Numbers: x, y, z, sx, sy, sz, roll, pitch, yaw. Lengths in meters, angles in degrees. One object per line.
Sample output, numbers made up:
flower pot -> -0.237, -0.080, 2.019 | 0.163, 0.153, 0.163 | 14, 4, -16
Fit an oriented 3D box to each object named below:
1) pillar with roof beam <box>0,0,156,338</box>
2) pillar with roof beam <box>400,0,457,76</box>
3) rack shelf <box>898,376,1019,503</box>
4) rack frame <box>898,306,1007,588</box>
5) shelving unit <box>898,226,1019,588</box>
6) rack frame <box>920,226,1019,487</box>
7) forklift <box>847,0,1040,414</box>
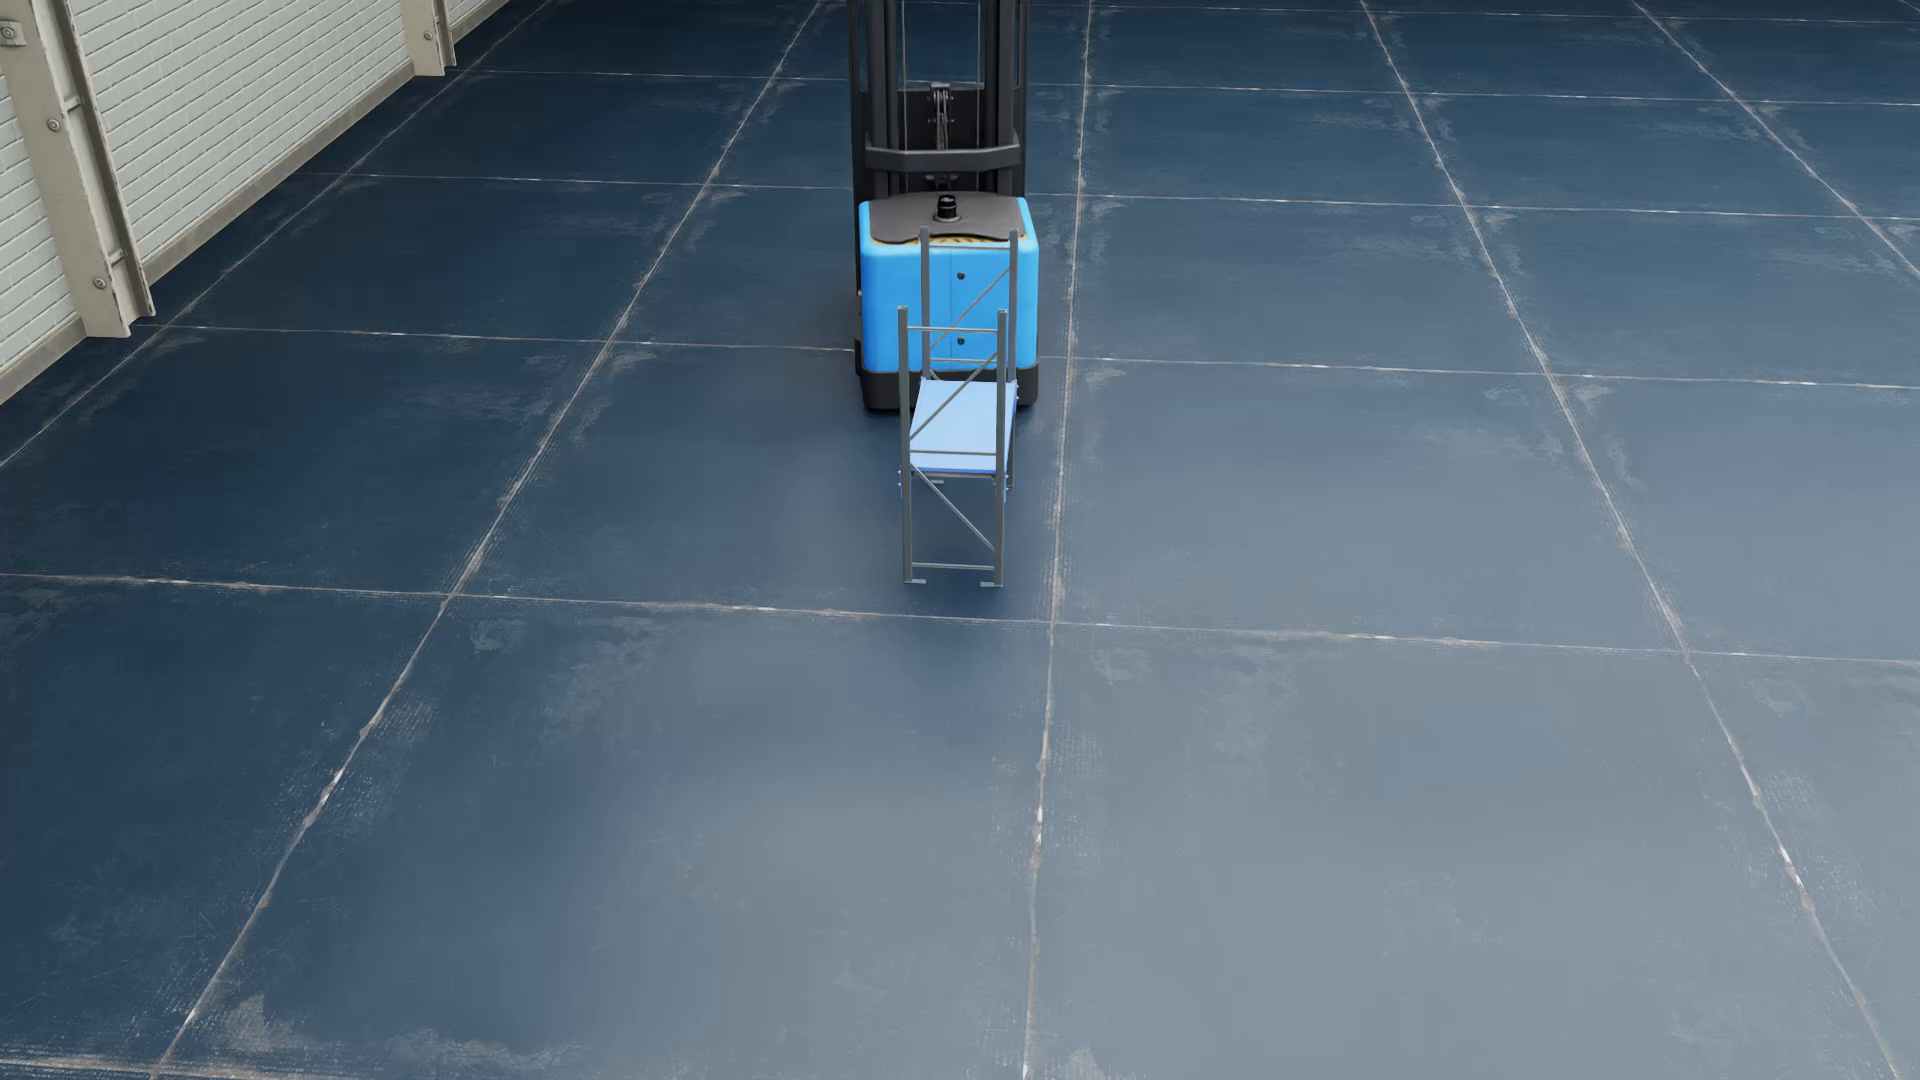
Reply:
pillar with roof beam -> -1.309, -5.084, 8.422 | 9.100, 9.000, 0.400 | 2, 32, 4
pillar with roof beam -> -0.821, -8.221, 13.513 | 9.100, 9.000, 0.400 | 2, 32, 4
rack shelf -> 0.007, -0.530, 8.523 | 0.538, 0.185, 1.000 | 2, 32, 4
rack frame -> -0.034, -0.417, 7.998 | 0.500, 1.500, 0.032 | 2, 32, 4
shelving unit -> 0.007, -0.683, 8.429 | 0.538, 1.500, 1.048 | 2, 32, 4
rack frame -> 0.048, -0.949, 8.860 | 0.500, 1.500, 0.032 | 2, 32, 4
forklift -> -0.144, -2.735, 10.395 | 1.130, 2.935, 3.031 | -2, 32, -3
